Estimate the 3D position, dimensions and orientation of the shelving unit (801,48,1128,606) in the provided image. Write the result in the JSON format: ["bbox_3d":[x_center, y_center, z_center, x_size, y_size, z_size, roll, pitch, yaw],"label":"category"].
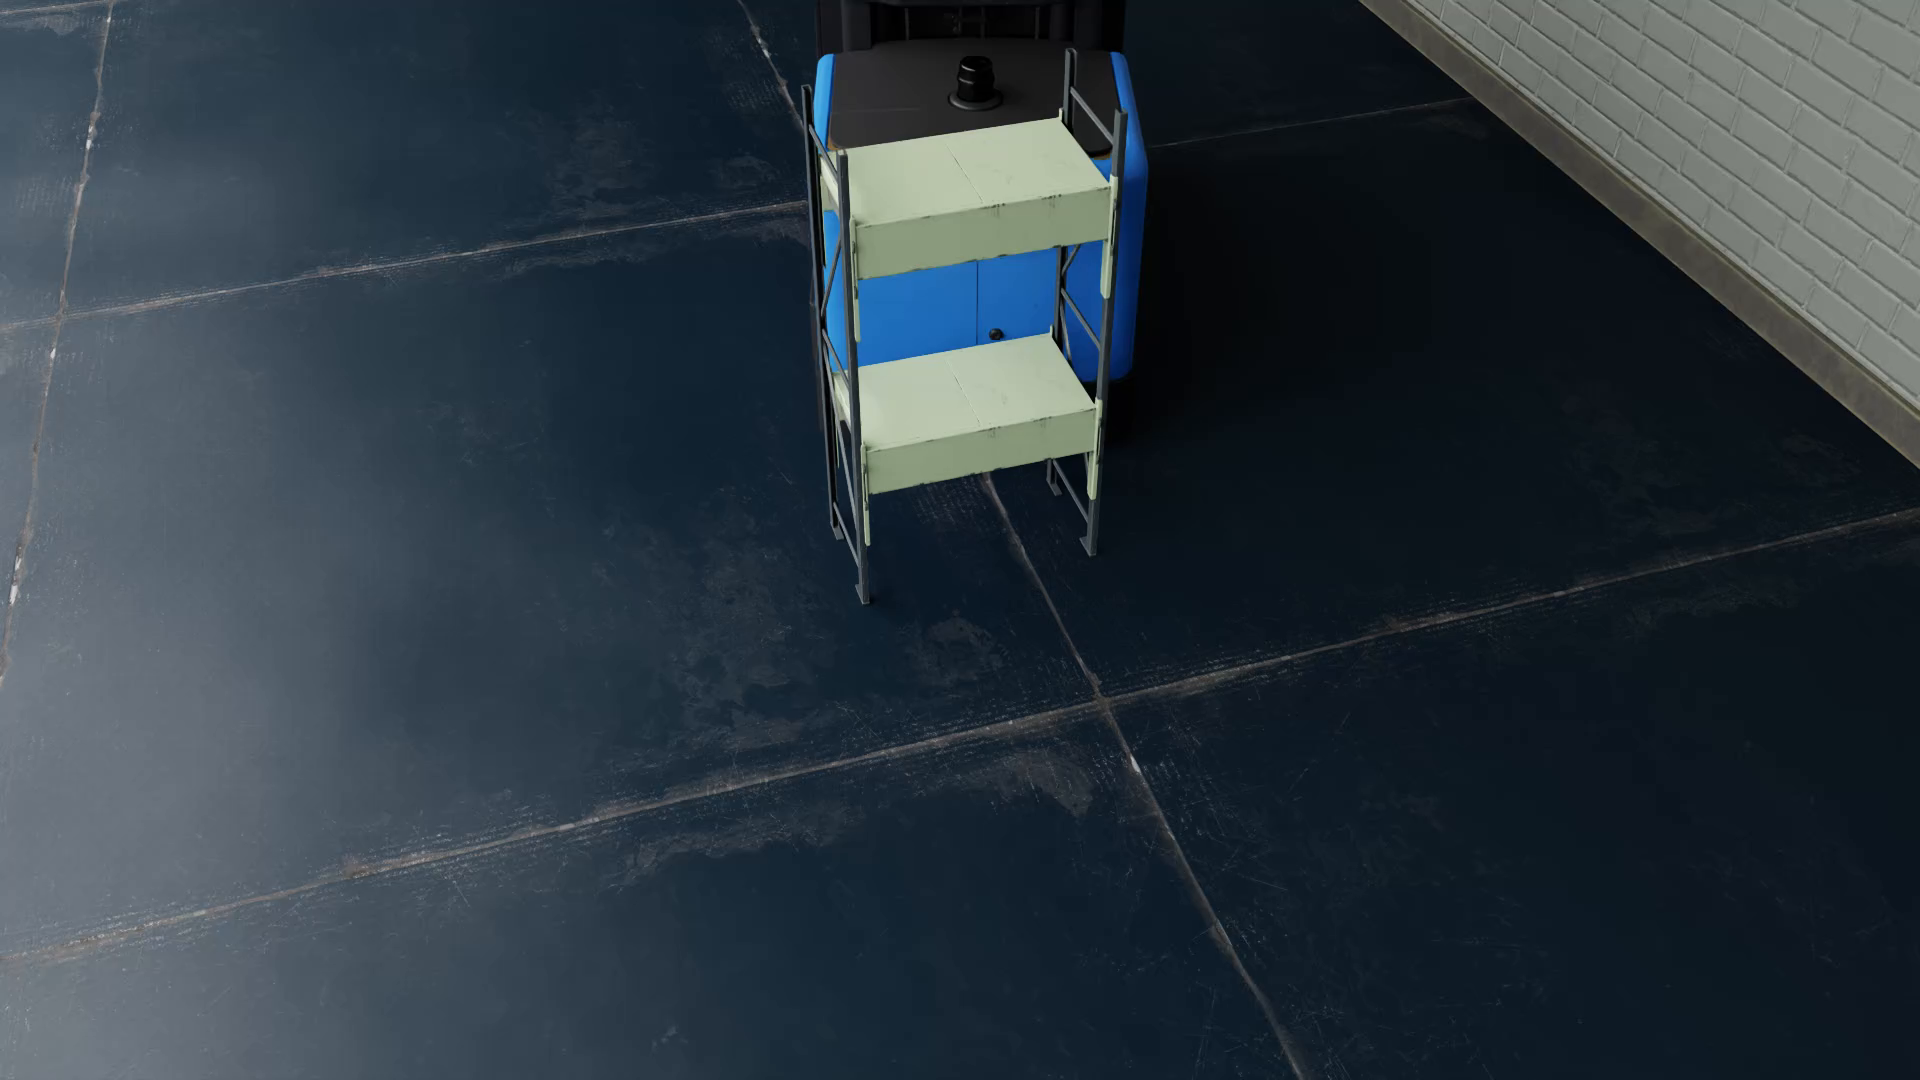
[{"bbox_3d":[0.006,-0.566,4.758,0.755,1.500,0.431,-12,42,-13],"label":"shelving unit"}]

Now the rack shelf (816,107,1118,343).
[{"bbox_3d":[0.006,-0.860,4.501,0.720,0.370,0.431,-12,42,-13],"label":"rack shelf"}]

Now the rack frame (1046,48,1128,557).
[{"bbox_3d":[0.355,-0.638,4.841,0.023,1.500,0.400,-12,42,-13],"label":"rack frame"}]

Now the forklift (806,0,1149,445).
[{"bbox_3d":[0.030,-2.363,5.727,1.130,2.935,3.031,-1,41,-1],"label":"forklift"}]

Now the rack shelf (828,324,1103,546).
[{"bbox_3d":[0.006,-0.321,4.973,0.720,0.370,0.431,-12,42,-13],"label":"rack shelf"}]

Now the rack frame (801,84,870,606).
[{"bbox_3d":[-0.343,-0.494,4.675,0.023,1.500,0.400,-12,42,-13],"label":"rack frame"}]
